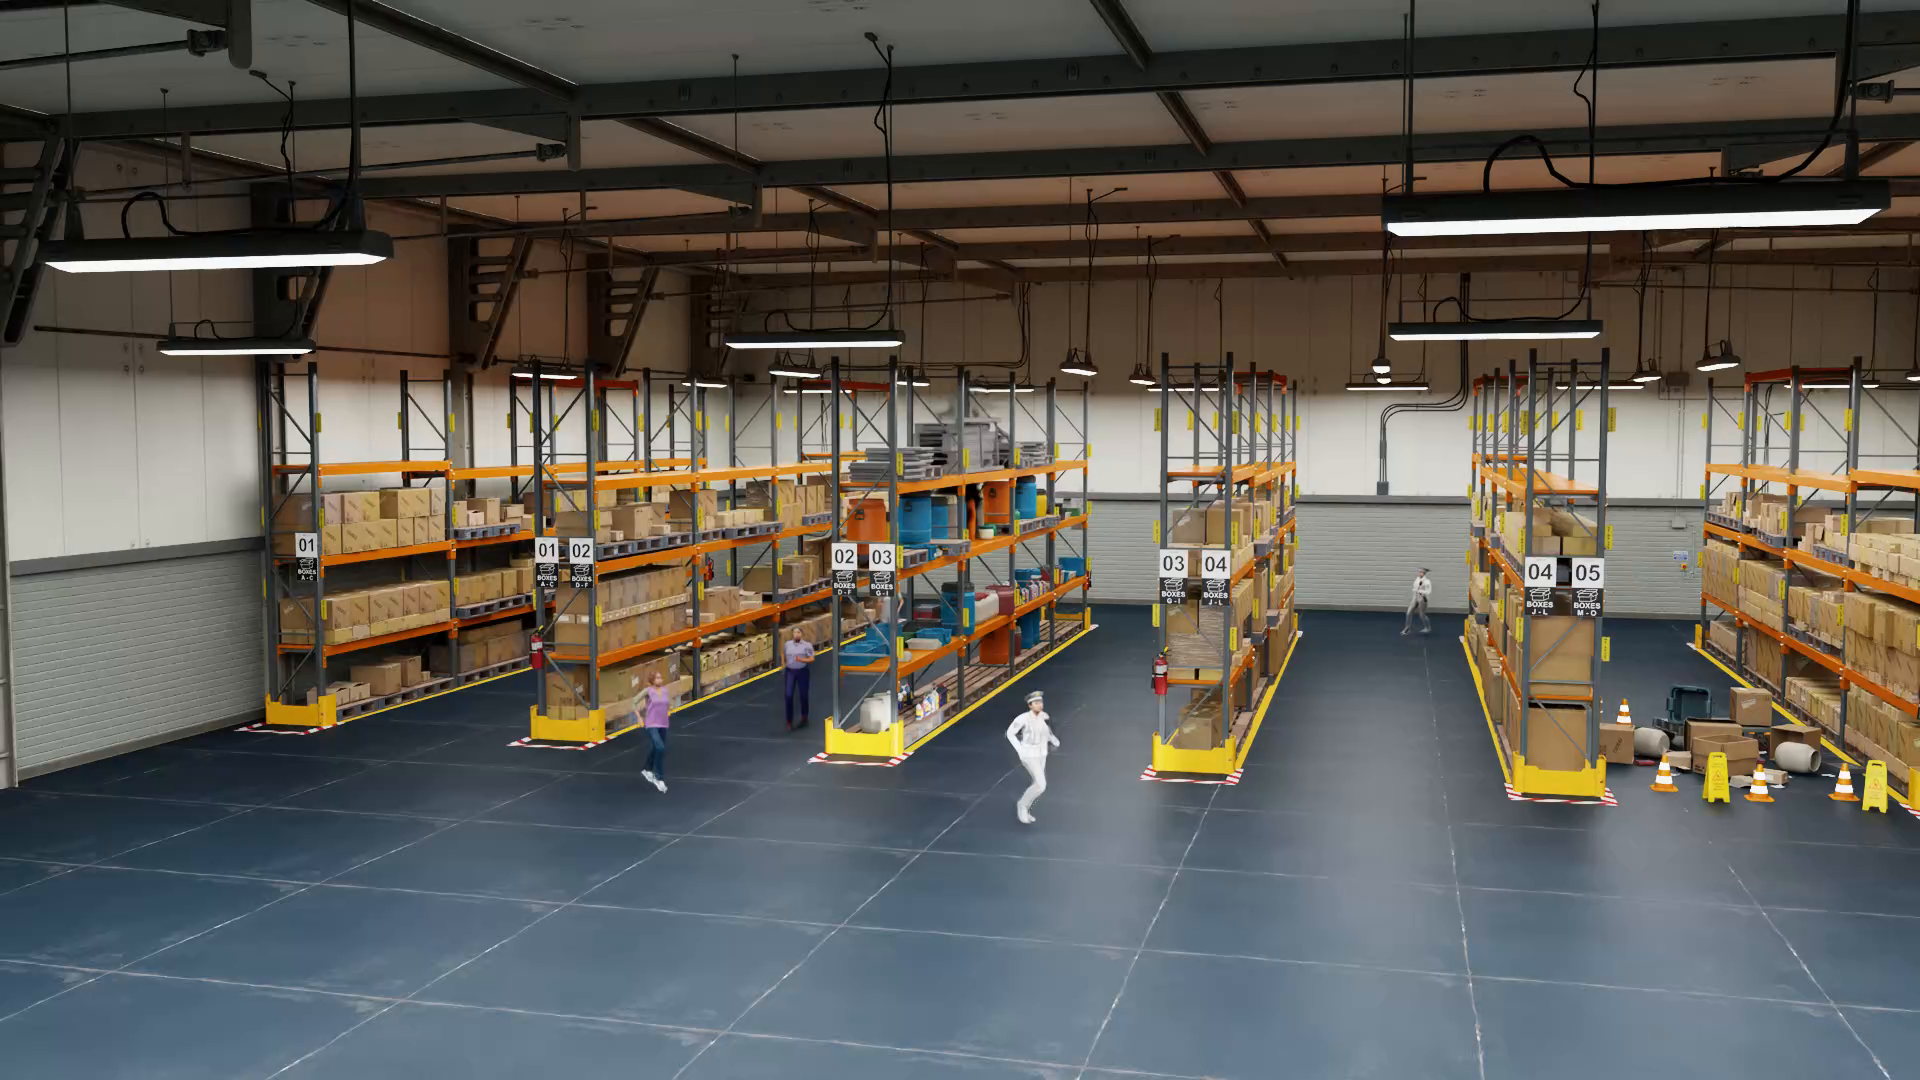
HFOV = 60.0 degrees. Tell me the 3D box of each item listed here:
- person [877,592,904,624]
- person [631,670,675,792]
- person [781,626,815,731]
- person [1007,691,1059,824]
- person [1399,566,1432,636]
[{"bbox_3d":[-1.534,1.666,35.809,0.524,1.647,0.628,1,4,9],"label":"person"},{"bbox_3d":[-4.173,2.594,22.789,0.728,1.642,0.510,4,5,42],"label":"person"},{"bbox_3d":[-2.670,2.266,27.321,0.579,1.706,0.763,0,4,0],"label":"person"},{"bbox_3d":[0.956,2.703,20.717,0.580,1.665,0.608,-3,5,-40],"label":"person"},{"bbox_3d":[10.836,1.441,39.013,0.808,1.686,0.702,-2,5,-27],"label":"person"}]
